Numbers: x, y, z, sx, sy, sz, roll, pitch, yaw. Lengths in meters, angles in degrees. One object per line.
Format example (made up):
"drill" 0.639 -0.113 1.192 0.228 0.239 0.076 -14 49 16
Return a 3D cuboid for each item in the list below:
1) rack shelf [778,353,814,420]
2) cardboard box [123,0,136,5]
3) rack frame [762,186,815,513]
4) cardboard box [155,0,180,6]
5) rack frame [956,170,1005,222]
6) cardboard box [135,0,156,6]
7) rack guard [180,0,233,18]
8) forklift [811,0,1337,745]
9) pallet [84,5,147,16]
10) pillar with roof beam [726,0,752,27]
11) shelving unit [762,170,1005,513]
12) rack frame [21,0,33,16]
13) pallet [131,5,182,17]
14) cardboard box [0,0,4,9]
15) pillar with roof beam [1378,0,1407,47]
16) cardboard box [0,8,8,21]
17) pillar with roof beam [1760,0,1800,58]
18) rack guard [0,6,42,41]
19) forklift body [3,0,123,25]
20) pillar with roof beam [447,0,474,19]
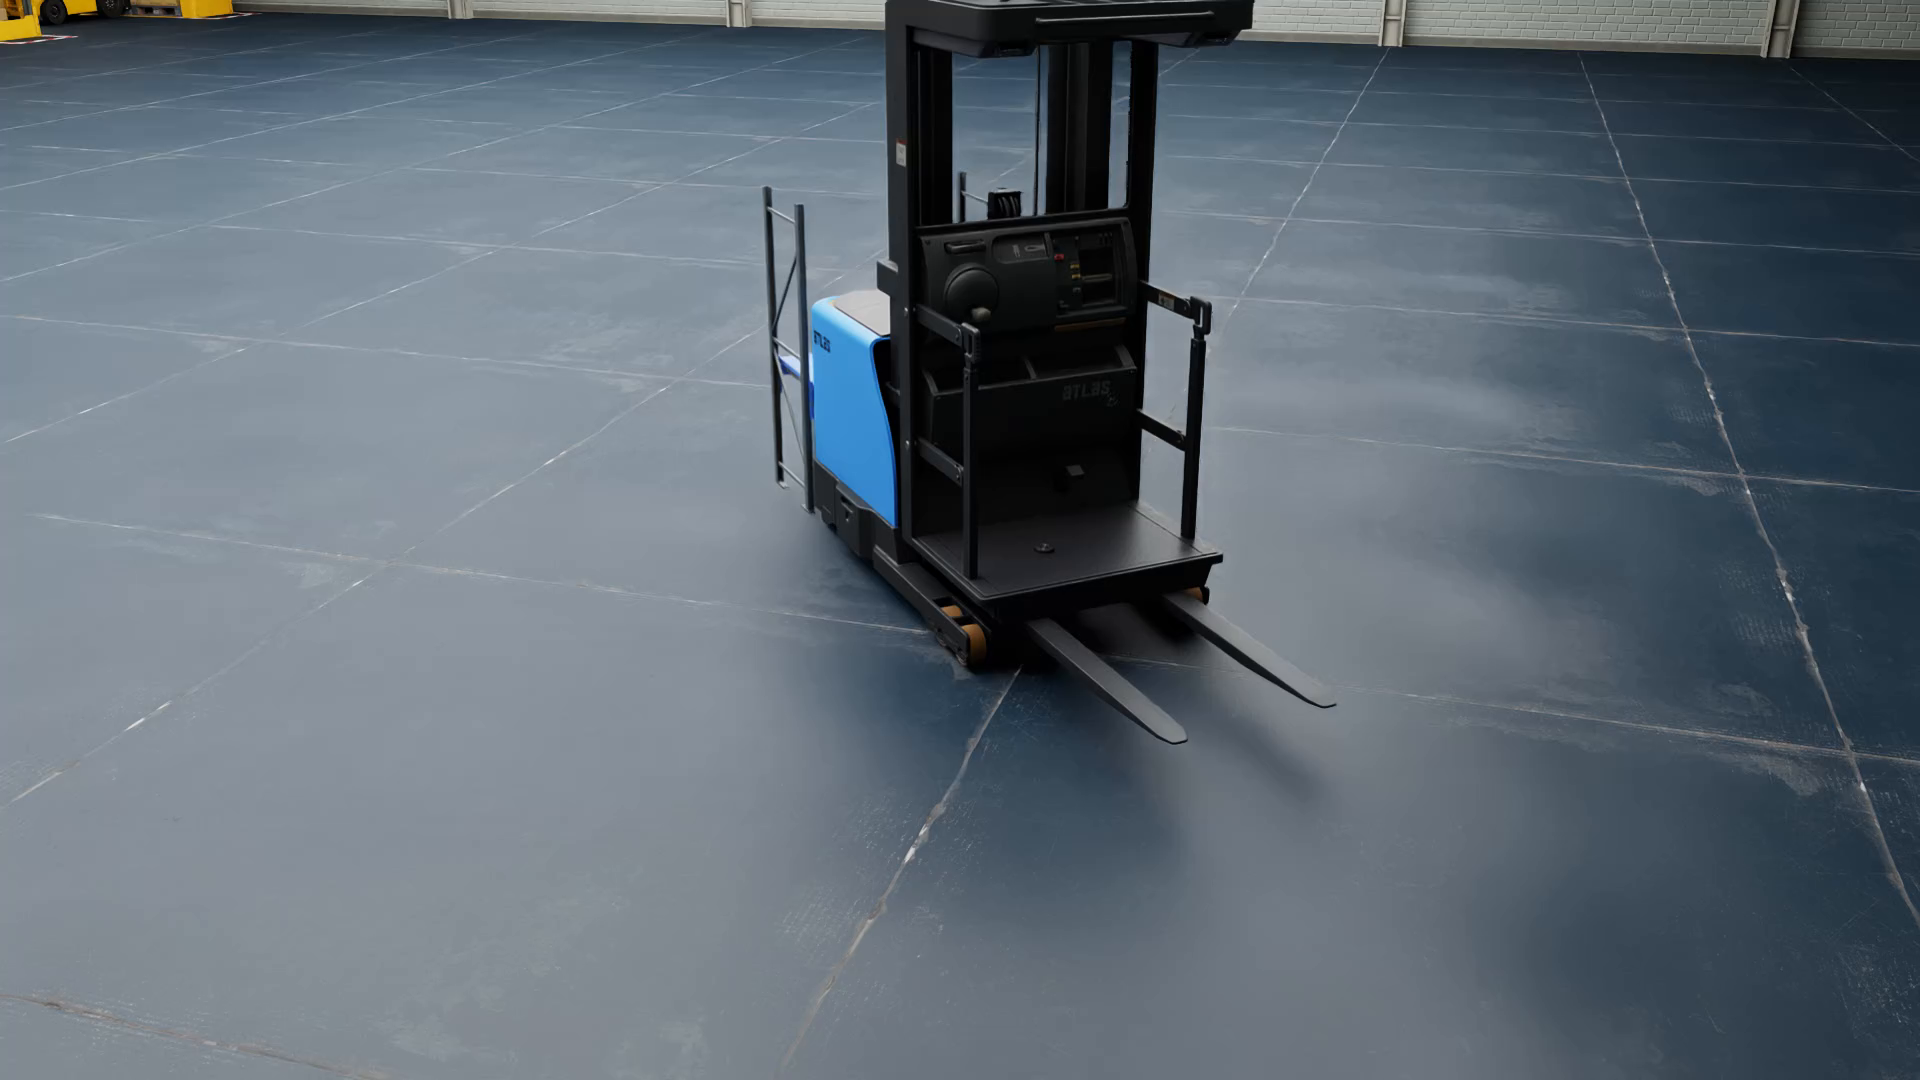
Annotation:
"rack shelf" -0.364 -0.826 8.280 1.000 0.185 0.538 -10 24 -23
"cardboard box" -16.742 -10.996 33.695 0.500 0.250 0.500 7 23 16
"rack frame" -0.826 -0.911 8.016 0.032 1.500 0.500 -10 24 -23
"cardboard box" -15.792 -10.880 33.412 0.500 0.250 0.500 7 23 16
"rack frame" 0.098 -1.072 8.408 0.032 1.500 0.500 -10 24 -23
"cardboard box" -16.266 -10.938 33.554 0.500 0.250 0.500 7 23 15
"rack guard" -15.228 -10.862 33.592 0.348 0.500 1.175 7 23 16
"forklift" 0.377 -1.047 6.460 1.130 2.935 3.031 -10 24 -23
"pallet" -17.160 -10.934 34.149 1.213 0.211 1.003 7 23 15
"pillar with roof beam" -5.413 -12.321 25.950 0.400 9.000 9.100 7 23 16
"shelving unit" -0.364 -0.992 8.212 1.048 1.500 0.538 -10 24 -23
"rack frame" -16.681 -10.218 28.727 0.127 3.000 1.000 7 23 16
"pallet" -15.995 -10.800 33.821 1.213 0.211 1.003 7 23 16
"cardboard box" -17.397 -9.678 29.493 0.500 0.500 0.500 6 23 14
"pillar with roof beam" 6.076 -11.006 22.743 0.400 9.000 9.100 7 23 16
"cardboard box" -17.374 -9.329 29.629 0.500 0.250 0.500 6 23 15
"pillar with roof beam" 11.820 -10.348 21.140 0.400 9.000 9.100 7 23 16
"rack guard" -16.754 -9.069 29.221 0.348 0.500 1.175 7 23 16
"forklift body" -17.594 -11.174 32.176 1.214 2.155 2.313 7 23 16
"pillar with roof beam" -11.157 -12.979 27.554 0.400 9.000 9.100 7 23 16
